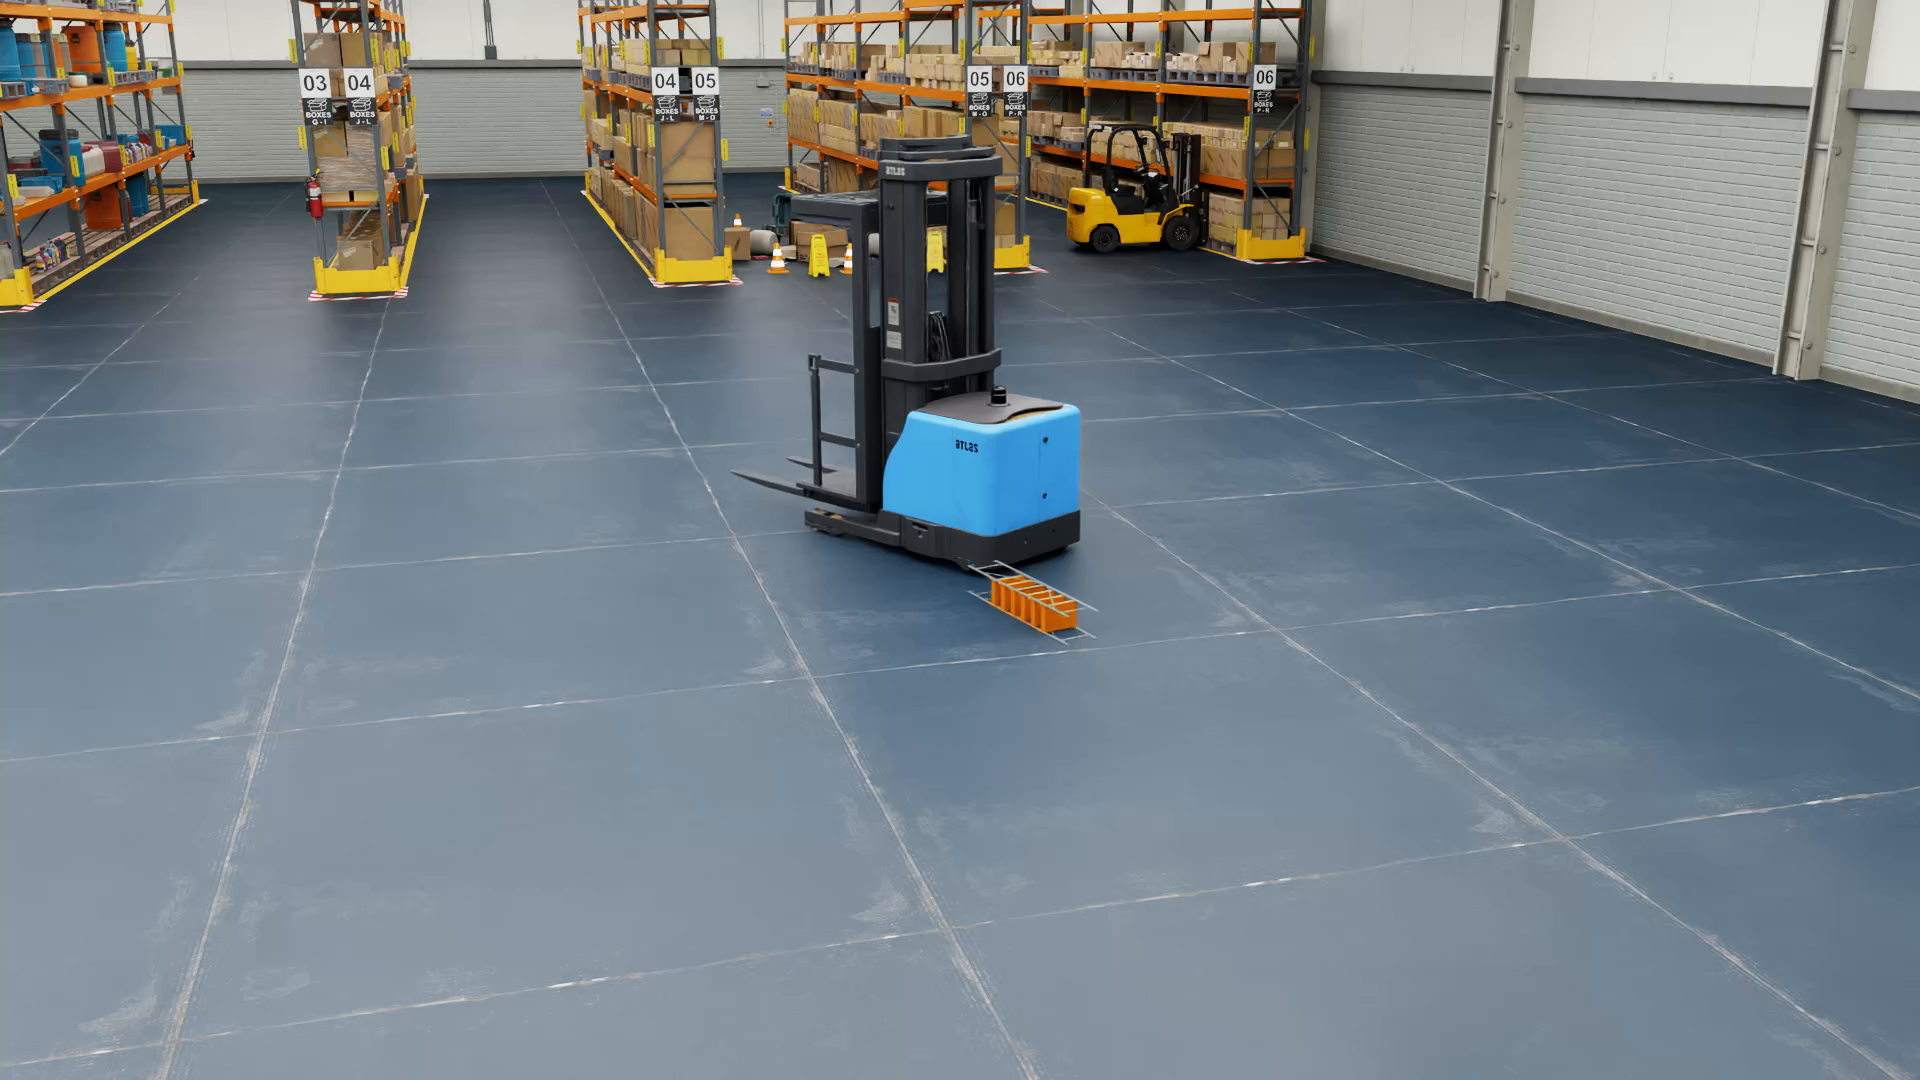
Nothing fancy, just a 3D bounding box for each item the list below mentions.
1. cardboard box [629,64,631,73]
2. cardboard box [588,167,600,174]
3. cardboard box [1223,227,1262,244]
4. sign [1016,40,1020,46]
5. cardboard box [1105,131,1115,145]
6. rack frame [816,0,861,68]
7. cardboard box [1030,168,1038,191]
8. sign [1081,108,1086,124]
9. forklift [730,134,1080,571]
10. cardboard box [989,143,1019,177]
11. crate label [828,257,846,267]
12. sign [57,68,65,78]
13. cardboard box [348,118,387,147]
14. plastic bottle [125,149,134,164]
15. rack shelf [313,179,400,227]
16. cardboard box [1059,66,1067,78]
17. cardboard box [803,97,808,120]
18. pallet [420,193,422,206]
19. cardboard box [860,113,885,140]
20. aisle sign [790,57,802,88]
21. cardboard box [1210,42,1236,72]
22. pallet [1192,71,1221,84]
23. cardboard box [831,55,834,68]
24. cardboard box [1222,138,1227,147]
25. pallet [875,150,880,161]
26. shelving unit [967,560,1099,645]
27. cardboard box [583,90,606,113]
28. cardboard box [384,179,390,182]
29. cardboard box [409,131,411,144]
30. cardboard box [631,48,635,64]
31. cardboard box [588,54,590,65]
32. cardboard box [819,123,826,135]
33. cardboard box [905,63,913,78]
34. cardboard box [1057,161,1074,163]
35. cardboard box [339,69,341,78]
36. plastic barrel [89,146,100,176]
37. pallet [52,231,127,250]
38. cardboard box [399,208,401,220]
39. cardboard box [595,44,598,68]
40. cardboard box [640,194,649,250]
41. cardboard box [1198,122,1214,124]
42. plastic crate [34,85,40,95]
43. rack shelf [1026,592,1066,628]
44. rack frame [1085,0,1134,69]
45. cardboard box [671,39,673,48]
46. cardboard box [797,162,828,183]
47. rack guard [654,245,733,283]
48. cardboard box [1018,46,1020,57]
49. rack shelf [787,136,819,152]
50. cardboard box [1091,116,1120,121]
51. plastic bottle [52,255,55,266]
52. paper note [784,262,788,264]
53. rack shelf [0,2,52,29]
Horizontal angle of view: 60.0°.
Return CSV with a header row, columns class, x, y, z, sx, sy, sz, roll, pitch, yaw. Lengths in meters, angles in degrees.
class,x,y,z,sx,sy,sz,roll,pitch,yaw
cardboard box,-5.344,-7.910,27.889,0.380,0.149,0.250,-5,17,-15
cardboard box,-8.738,-8.881,39.994,0.380,0.149,0.250,-6,18,-18
cardboard box,4.913,-5.308,28.959,0.500,0.250,0.500,-5,17,-15
sign,1.487,-12.644,42.576,0.100,0.325,0.005,-5,17,-15
cardboard box,3.297,-8.272,34.169,0.500,0.250,0.500,-5,17,-17
rack frame,-2.724,-12.118,37.151,1.000,3.000,0.127,-5,17,-15
cardboard box,1.964,-8.490,39.119,0.500,0.500,0.500,-4,17,-13
sign,2.628,-9.003,35.334,0.100,0.325,0.005,-5,17,-15
forklift,-0.544,-1.526,12.436,3.031,2.935,1.130,15,22,41
cardboard box,0.710,-6.269,27.416,0.500,0.500,0.500,-5,17,-16
crate label,-2.034,-4.602,27.535,0.298,0.136,0.250,16,23,42
sign,-14.284,-7.338,26.437,0.100,0.325,0.005,-5,17,-15
cardboard box,-8.974,-6.124,25.195,0.500,0.500,0.500,-5,17,-15
plastic bottle,-16.105,-7.433,32.197,0.152,0.276,0.135,-5,17,-15
rack shelf,-9.504,-5.351,26.301,1.077,0.370,4.000,-5,17,-15
cardboard box,2.496,-10.297,36.563,0.500,0.250,0.500,-5,17,-15
cardboard box,-3.400,-10.161,39.153,0.500,0.500,0.500,-4,17,-15
pallet,-12.725,-7.680,37.653,1.003,0.211,1.213,-5,17,-15
cardboard box,-1.724,-8.387,33.738,0.500,0.500,0.500,-5,17,-17
aisle sign,-4.122,-11.593,41.314,0.394,0.787,0.004,-5,17,-15
cardboard box,4.804,-8.447,29.066,0.700,0.500,0.500,-5,17,-15
pallet,4.837,-8.249,29.639,1.003,0.211,1.213,-5,17,-15
cardboard box,-2.558,-10.285,35.767,0.396,0.266,0.258,-3,17,-11
cardboard box,4.812,-6.966,29.126,0.380,0.149,0.250,-5,17,-16
pallet,-1.041,-7.502,32.546,1.003,0.211,1.213,-5,17,-15
shelving unit,0.456,0.395,10.801,0.258,0.189,1.200,-10,19,-29
cardboard box,-8.687,-10.456,39.617,0.500,0.500,0.500,-5,17,-16
cardboard box,-9.314,-5.676,26.570,0.380,0.149,0.250,-5,17,-15
cardboard box,-12.130,-8.682,35.886,0.500,0.250,0.500,-5,17,-16
cardboard box,-5.113,-7.932,27.271,0.500,0.250,0.500,-5,17,-16
cardboard box,-8.106,-10.826,37.456,0.500,0.250,0.500,-4,17,-13
cardboard box,-2.874,-9.268,37.484,0.500,0.250,0.500,-5,17,-17
cardboard box,-0.668,-8.396,29.717,0.500,0.250,0.500,-5,17,-16
cardboard box,2.503,-8.801,39.026,0.380,0.149,0.250,-5,17,-15
cardboard box,-9.510,-7.044,25.041,0.380,0.149,0.250,-4,17,-15
plastic barrel,-15.312,-6.633,29.124,0.421,0.512,0.421,0,17,0
pallet,-15.740,-5.410,30.096,1.003,0.211,1.213,-5,17,-15
cardboard box,-10.950,-6.185,31.407,0.700,0.500,0.500,-6,18,-18
cardboard box,-7.457,-10.397,35.734,0.700,0.500,0.500,-5,17,-15
cardboard box,-4.900,-5.367,28.070,0.875,0.875,0.875,-5,17,-15
cardboard box,4.654,-7.789,31.350,0.380,0.149,0.250,-5,17,-17
plastic crate,-13.986,-6.755,24.970,0.243,0.136,0.396,-5,17,-15
rack shelf,0.555,0.443,10.639,0.258,0.180,0.103,-10,19,-29
rack frame,3.147,-11.405,34.778,1.000,3.000,0.127,-5,17,-15
cardboard box,-4.571,-8.204,27.481,0.380,0.149,0.250,-5,17,-15
cardboard box,-3.546,-9.150,41.424,0.875,0.438,0.875,-5,18,-17
rack guard,-4.151,-4.302,25.906,1.175,0.500,0.348,-5,17,-15
cardboard box,1.677,-11.505,39.201,0.500,0.250,0.500,-5,17,-15
rack shelf,-3.274,-9.453,39.959,1.077,0.370,4.000,-5,17,-15
cardboard box,3.156,-8.935,36.081,0.500,0.500,0.500,-4,17,-13
plastic bottle,-14.121,-4.354,25.831,0.097,0.201,0.097,0,17,0
paper note,-2.945,-4.640,27.848,0.144,0.017,0.142,1,17,4
rack shelf,-14.266,-7.641,24.192,1.077,0.370,4.000,-5,17,-15
